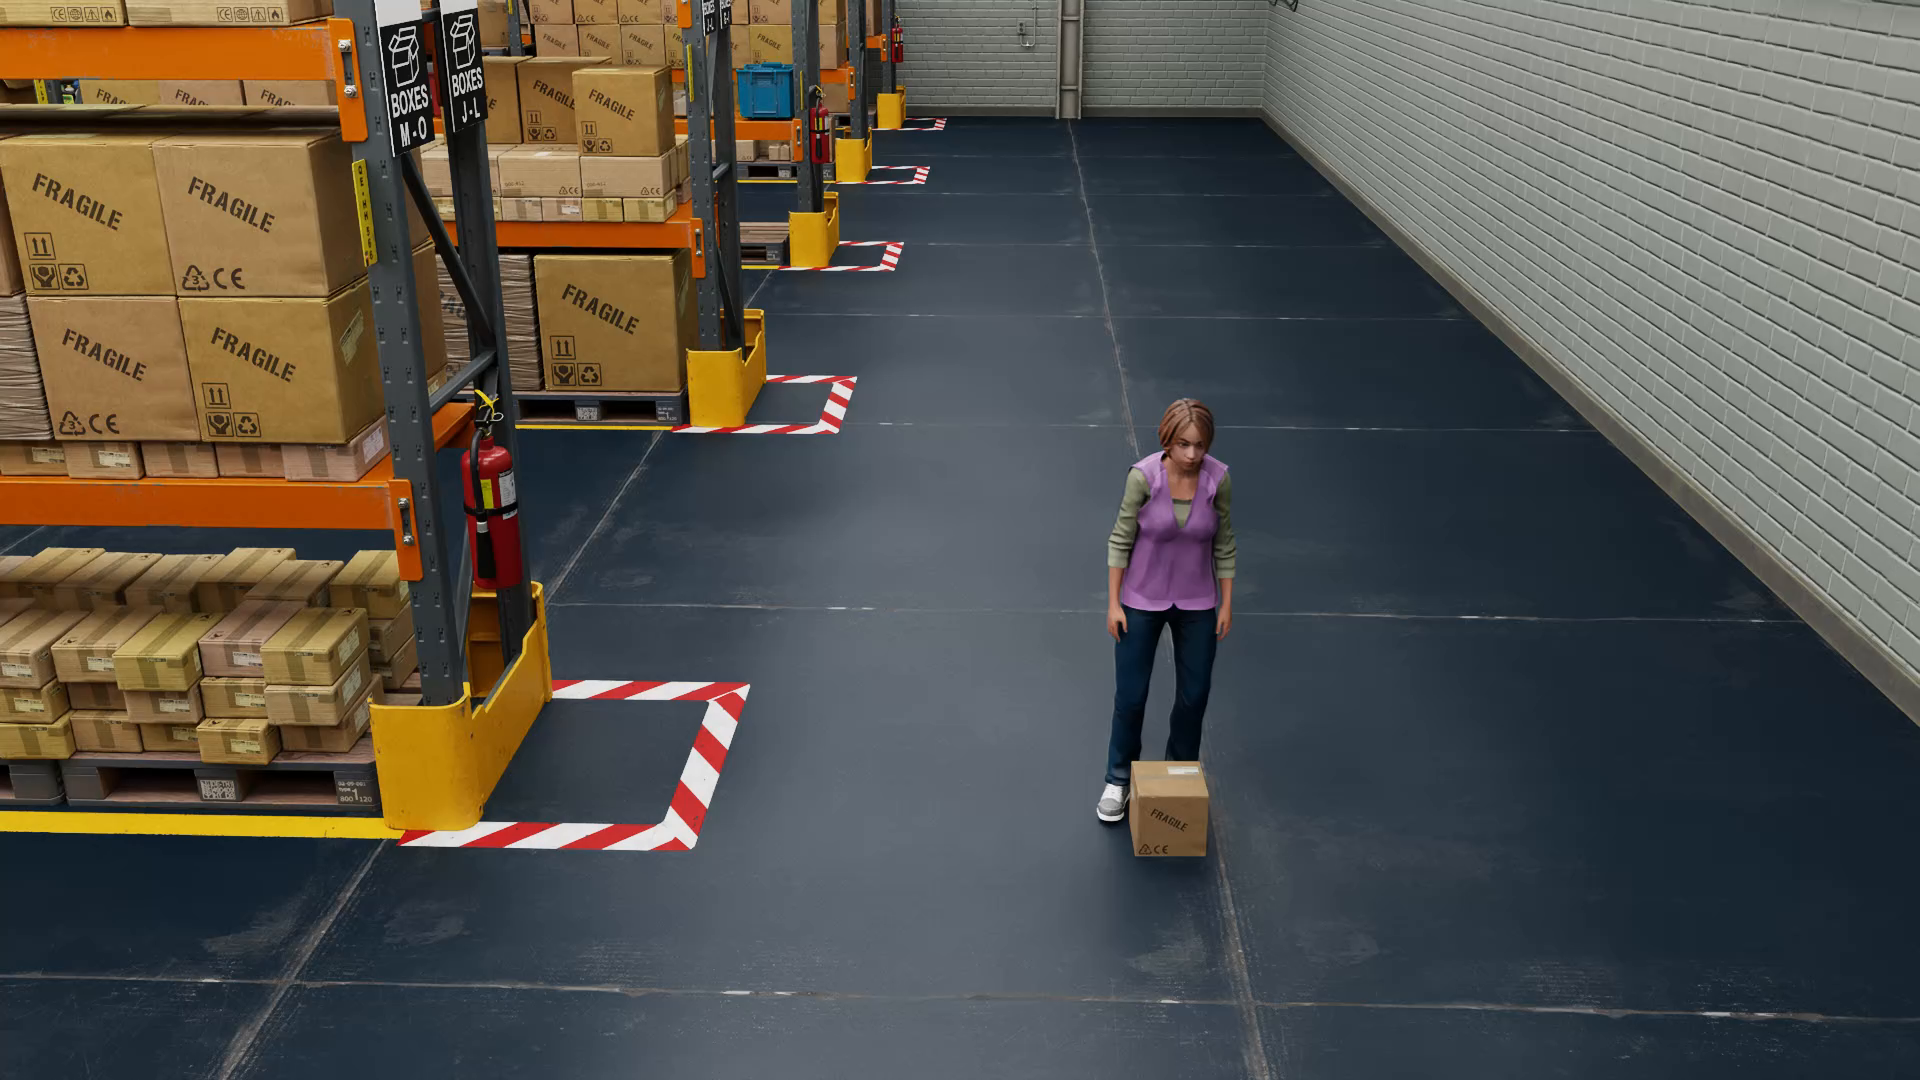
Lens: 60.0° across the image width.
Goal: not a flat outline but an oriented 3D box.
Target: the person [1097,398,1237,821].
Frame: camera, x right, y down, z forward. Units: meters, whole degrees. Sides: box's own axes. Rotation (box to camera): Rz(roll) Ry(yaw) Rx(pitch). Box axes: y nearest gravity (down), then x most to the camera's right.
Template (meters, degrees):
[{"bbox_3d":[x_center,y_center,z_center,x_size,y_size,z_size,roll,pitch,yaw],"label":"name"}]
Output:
[{"bbox_3d":[0.746,0.250,5.952,0.478,1.591,0.349,-1,21,-1],"label":"person"}]
